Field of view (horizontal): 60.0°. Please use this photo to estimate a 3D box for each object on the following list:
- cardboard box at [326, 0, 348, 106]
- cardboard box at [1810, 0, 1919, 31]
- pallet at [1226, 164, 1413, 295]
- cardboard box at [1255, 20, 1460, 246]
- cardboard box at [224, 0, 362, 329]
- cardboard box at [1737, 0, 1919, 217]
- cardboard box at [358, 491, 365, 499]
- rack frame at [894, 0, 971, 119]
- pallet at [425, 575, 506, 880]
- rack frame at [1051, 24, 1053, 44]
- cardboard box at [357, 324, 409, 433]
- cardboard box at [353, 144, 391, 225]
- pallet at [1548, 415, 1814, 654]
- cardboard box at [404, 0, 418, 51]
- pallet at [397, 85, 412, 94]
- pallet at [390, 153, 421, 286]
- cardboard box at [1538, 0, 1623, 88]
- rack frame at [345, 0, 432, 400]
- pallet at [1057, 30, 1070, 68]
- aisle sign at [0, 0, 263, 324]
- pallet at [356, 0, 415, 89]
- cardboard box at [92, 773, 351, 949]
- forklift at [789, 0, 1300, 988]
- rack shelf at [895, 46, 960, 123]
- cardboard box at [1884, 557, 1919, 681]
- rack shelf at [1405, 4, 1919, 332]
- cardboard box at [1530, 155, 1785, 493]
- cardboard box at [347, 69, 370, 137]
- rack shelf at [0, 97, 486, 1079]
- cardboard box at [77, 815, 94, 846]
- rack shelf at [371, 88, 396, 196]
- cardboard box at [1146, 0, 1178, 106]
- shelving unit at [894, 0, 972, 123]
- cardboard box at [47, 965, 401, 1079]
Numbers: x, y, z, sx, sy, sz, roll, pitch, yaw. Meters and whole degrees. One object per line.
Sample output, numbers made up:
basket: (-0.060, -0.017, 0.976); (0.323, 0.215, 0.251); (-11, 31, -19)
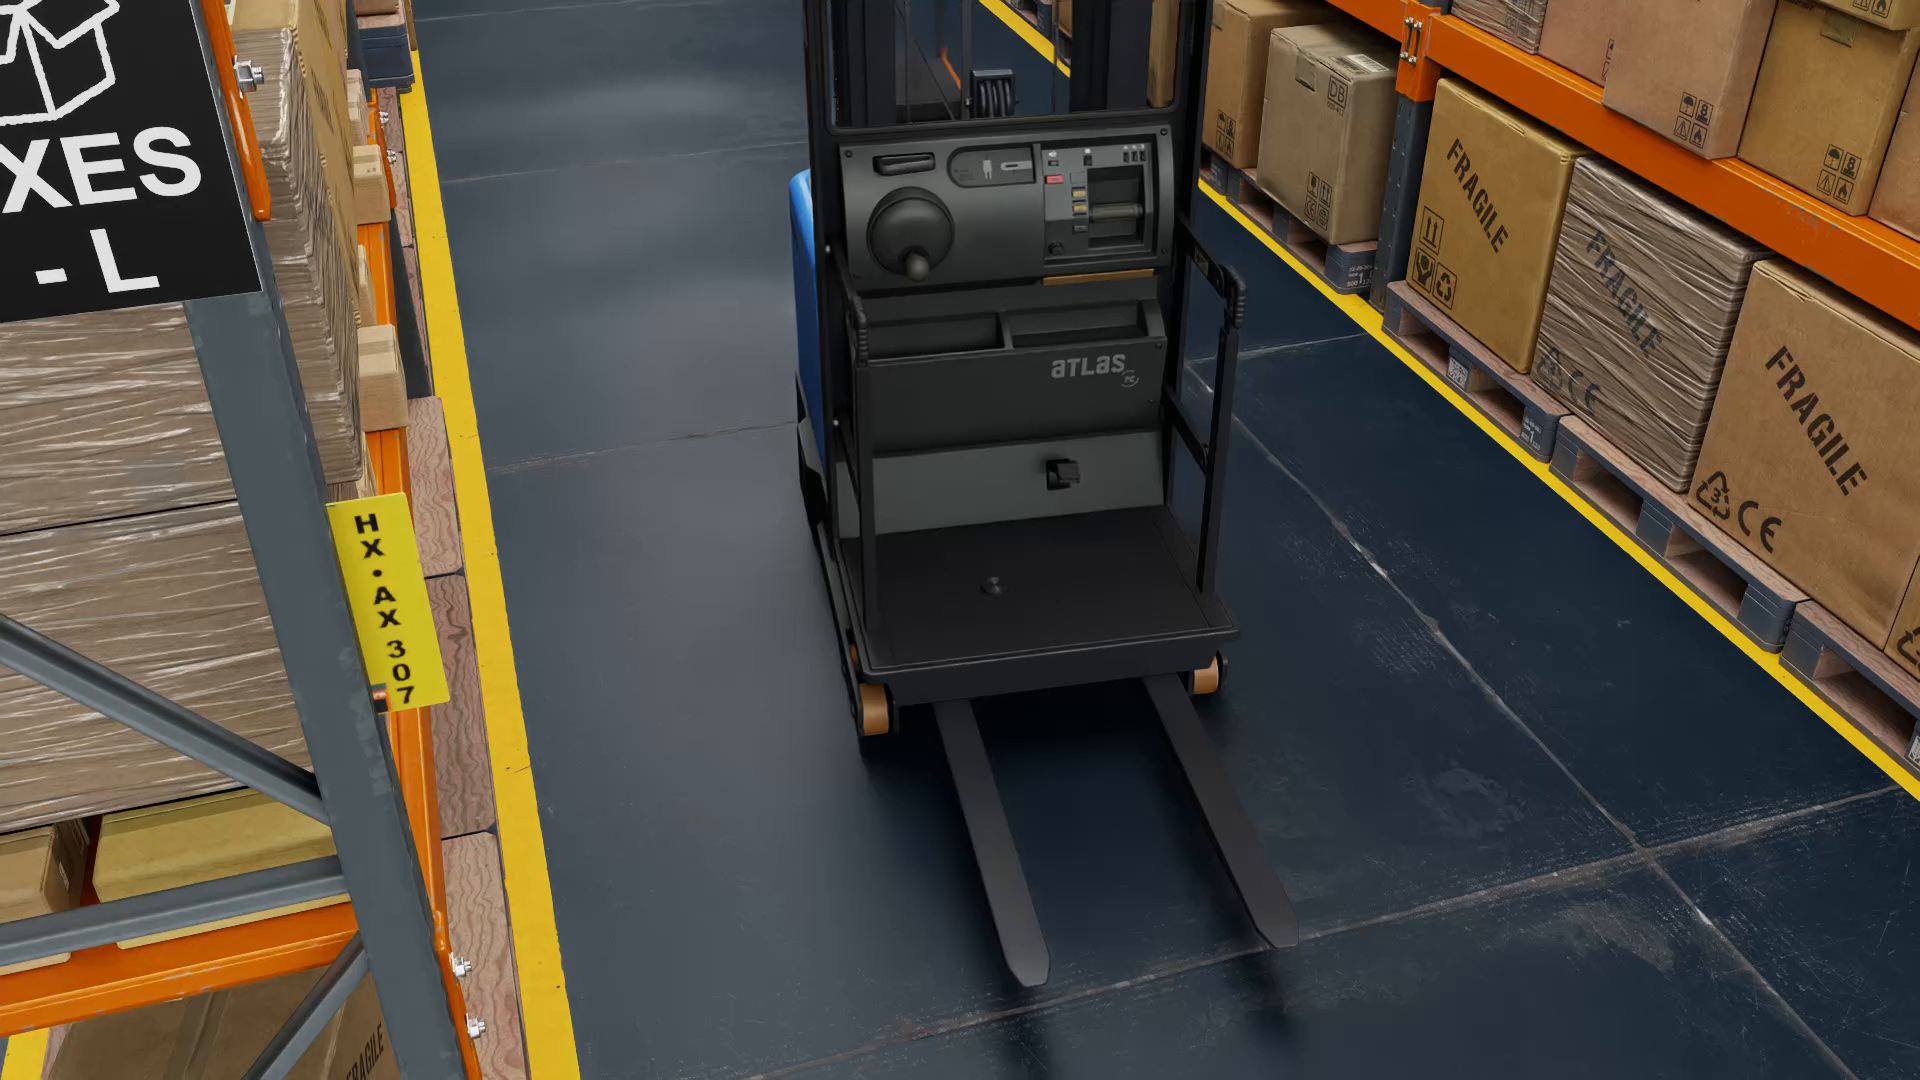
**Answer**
cardboard box: (-1.610, -1.167, 3.527); (0.500, 0.500, 0.500); (-10, 35, -15)
cardboard box: (2.852, -1.804, 4.643); (0.875, 0.550, 0.500); (-10, 35, -15)
pallet: (1.984, -1.572, 7.937); (1.003, 0.211, 1.213); (-10, 35, -15)
cardboard box: (2.016, -1.890, 7.549); (1.050, 0.750, 0.750); (-10, 35, -15)
cardboard box: (-1.298, -0.643, 2.735); (0.500, 0.500, 0.500); (-10, 35, -15)
cardboard box: (2.914, -1.364, 4.957); (0.875, 0.550, 0.500); (-10, 35, -15)
cardboard box: (-1.319, 0.057, 3.170); (0.380, 0.149, 0.250); (-10, 35, -15)
rack frame: (-0.161, -1.345, 5.881); (0.400, 2.100, 0.015); (-6, 34, -9)
pallet: (-1.849, 0.590, 4.666); (1.003, 0.211, 1.213); (-10, 35, -15)
rack frame: (1.071, -4.443, 9.753); (1.000, 3.000, 0.127); (-10, 35, -15)
cardboard box: (-1.469, -0.350, 3.787); (0.380, 0.149, 0.250); (-10, 35, -15)
cardboard box: (-1.850, -1.007, 4.781); (0.380, 0.149, 0.250); (-10, 35, -15)
pallet: (2.824, -0.125, 5.748); (1.003, 0.211, 1.213); (-10, 35, -15)
cardboard box: (-3.875, -3.316, 9.594); (1.225, 0.875, 0.875); (-12, 35, -17)
pallet: (-3.853, -2.925, 9.985); (1.003, 0.211, 1.213); (-10, 35, -15)
pallet: (-3.078, -1.449, 7.751); (1.003, 0.211, 1.213); (-10, 35, -15)
cardboard box: (2.604, -1.929, 5.812); (0.875, 0.550, 0.550); (-10, 35, -15)
rack frame: (-2.464, -1.562, 5.393); (1.000, 3.000, 0.127); (-10, 35, -15)
pallet: (1.239, -2.853, 9.876); (1.003, 0.211, 1.213); (-10, 35, -15)
aisle sign: (-0.939, -0.564, 1.525); (0.394, 0.787, 0.004); (-10, 35, -15)
pallet: (-2.558, -1.907, 6.090); (1.003, 0.211, 1.213); (-10, 35, -15)
cardboard box: (-1.103, 0.453, 2.571); (0.380, 0.149, 0.250); (-10, 35, -15)
forklift: (0.180, -0.870, 4.407); (1.130, 2.935, 3.031); (-6, 34, -9)
rack shelf: (-0.208, -1.466, 6.089); (0.431, 0.518, 0.480); (-6, 34, -9)
cardboard box: (3.241, 0.124, 4.388); (0.875, 0.875, 0.875); (-10, 35, -14)
rack shelf: (2.901, -0.993, 5.184); (1.077, 0.370, 4.000); (-10, 35, -15)
cardboard box: (2.694, -0.817, 5.812); (0.875, 0.875, 0.875); (-10, 35, -14)
cardboard box: (-2.118, -1.393, 5.366); (0.380, 0.149, 0.250); (-10, 35, -15)
rack shelf: (-1.854, -0.212, 4.002); (1.077, 0.370, 4.000); (-10, 35, -15)
cardboard box: (-1.603, 0.397, 2.656); (0.380, 0.149, 0.250); (-10, 35, -15)
rack shelf: (-3.074, -2.312, 7.180); (1.077, 0.370, 4.000); (-10, 35, -15)
cardboard box: (1.441, -2.886, 9.057); (1.050, 0.750, 0.750); (-9, 35, -14)
shelving unit: (-0.208, -1.477, 6.081); (0.431, 2.100, 0.503); (-6, 34, -9)
cardboard box: (-1.418, 1.075, 3.288); (0.500, 0.500, 0.500); (-4, 34, -6)
